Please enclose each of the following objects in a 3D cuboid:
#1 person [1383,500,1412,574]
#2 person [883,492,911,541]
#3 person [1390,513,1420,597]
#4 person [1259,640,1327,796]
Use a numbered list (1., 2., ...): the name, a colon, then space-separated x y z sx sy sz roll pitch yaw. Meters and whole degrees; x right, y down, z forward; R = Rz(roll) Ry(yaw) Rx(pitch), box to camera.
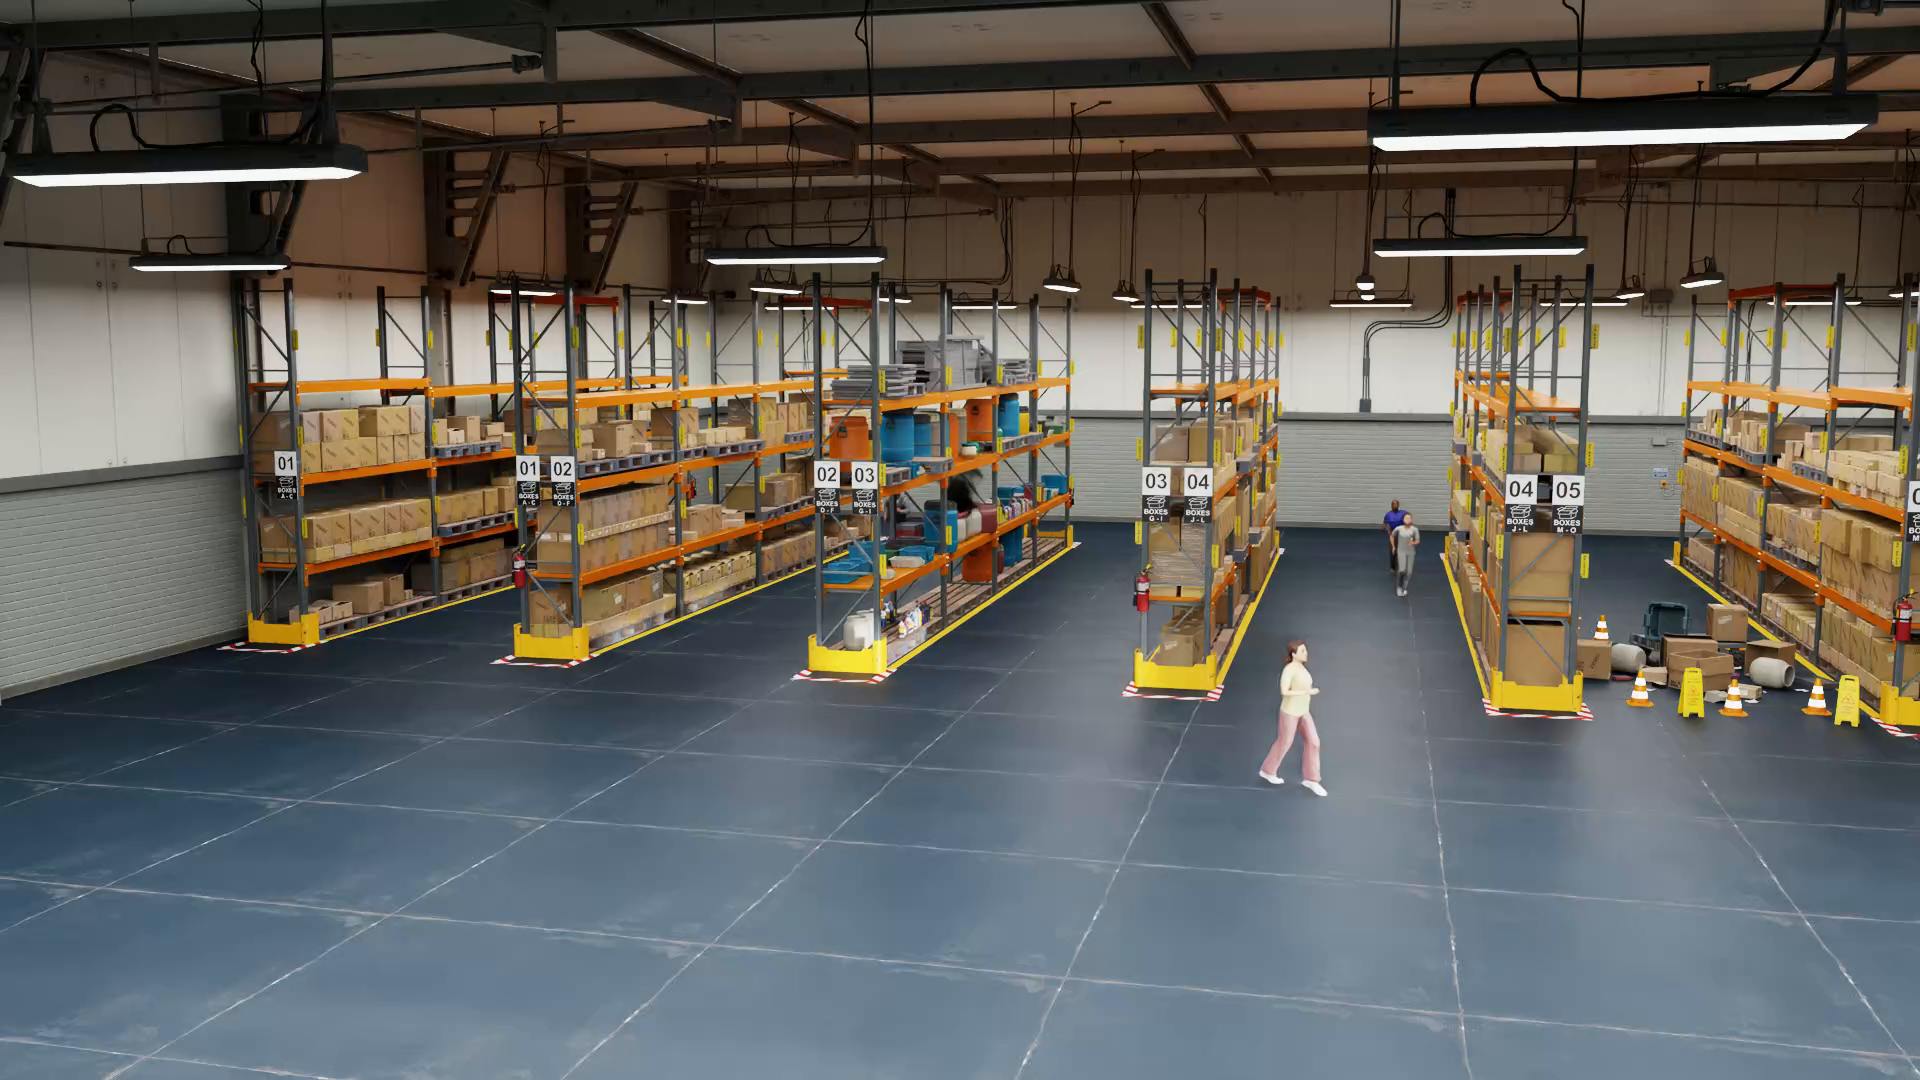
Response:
1. person: 9.355 -0.059 35.623 0.596 1.613 0.672 2 7 19
2. person: -1.423 -0.359 37.405 0.652 1.716 0.960 0 7 4
3. person: 8.684 0.287 32.409 0.538 1.641 0.653 1 7 5
4. person: 3.713 1.949 18.464 0.807 1.700 0.575 6 9 41
